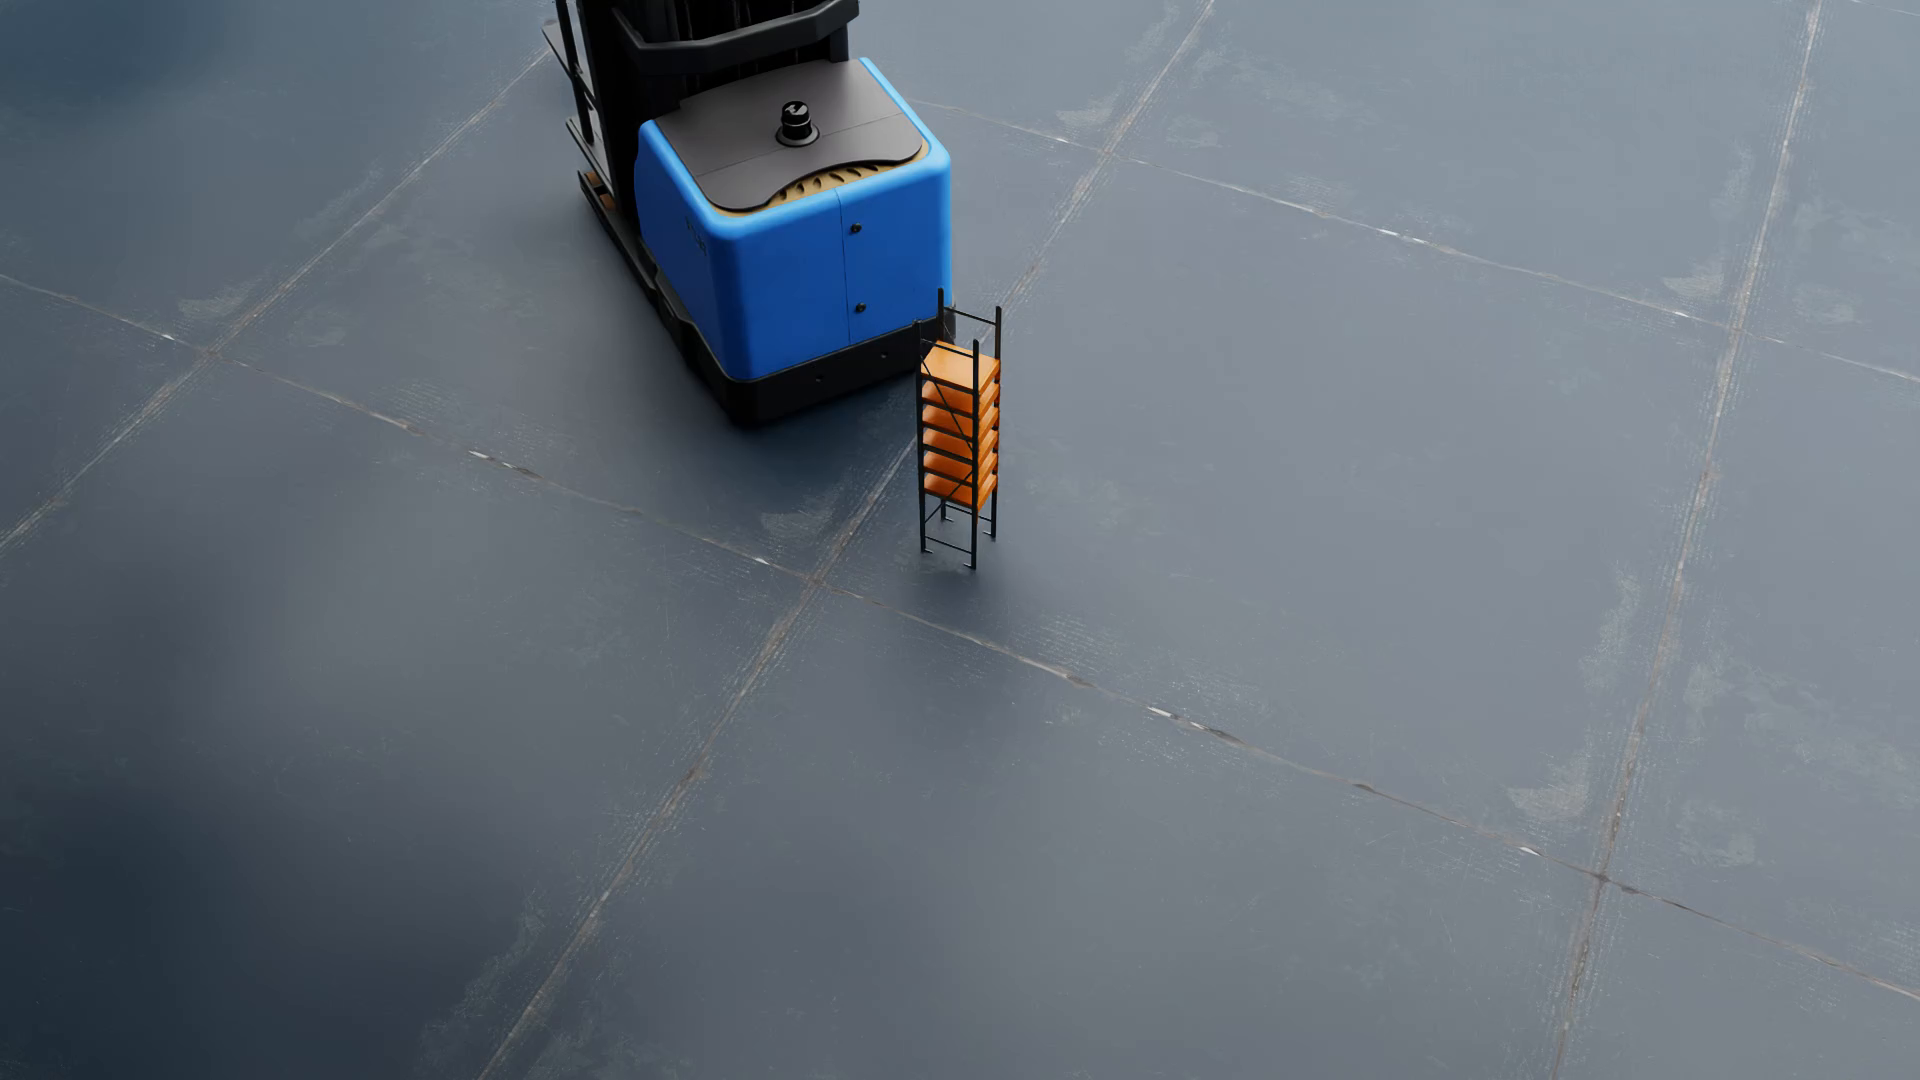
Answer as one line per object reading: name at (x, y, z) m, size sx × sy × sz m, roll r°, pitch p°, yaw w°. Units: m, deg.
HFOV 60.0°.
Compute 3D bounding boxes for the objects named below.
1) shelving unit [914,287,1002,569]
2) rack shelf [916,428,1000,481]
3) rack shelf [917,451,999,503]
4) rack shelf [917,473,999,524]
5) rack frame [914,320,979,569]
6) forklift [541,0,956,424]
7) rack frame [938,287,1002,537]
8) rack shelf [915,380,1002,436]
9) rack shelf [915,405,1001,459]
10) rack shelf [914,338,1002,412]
shelving unit at (-0.006, -0.379, 6.100) m, size 0.258 × 1.200 × 0.189 m, roll 20°, pitch 52°, yaw 16°
rack shelf at (-0.006, -0.350, 6.134) m, size 0.258 × 0.103 × 0.180 m, roll 20°, pitch 52°, yaw 16°
rack shelf at (-0.006, -0.272, 6.225) m, size 0.258 × 0.103 × 0.180 m, roll 20°, pitch 52°, yaw 16°
rack shelf at (-0.006, -0.195, 6.316) m, size 0.258 × 0.103 × 0.180 m, roll 20°, pitch 52°, yaw 16°
rack frame at (-0.045, -0.316, 6.046) m, size 0.240 × 1.200 × 0.006 m, roll 20°, pitch 52°, yaw 16°
forklift at (-1.149, -2.559, 6.818) m, size 1.130 × 2.935 × 3.031 m, roll -22°, pitch 53°, yaw -17°
rack frame at (0.033, -0.442, 6.153) m, size 0.240 × 1.200 × 0.006 m, roll 20°, pitch 52°, yaw 16°
rack shelf at (-0.006, -0.506, 5.951) m, size 0.258 × 0.103 × 0.180 m, roll 20°, pitch 52°, yaw 16°
rack shelf at (-0.006, -0.428, 6.042) m, size 0.258 × 0.103 × 0.180 m, roll 20°, pitch 52°, yaw 16°
rack shelf at (-0.006, -0.583, 5.859) m, size 0.258 × 0.103 × 0.180 m, roll 20°, pitch 52°, yaw 16°
